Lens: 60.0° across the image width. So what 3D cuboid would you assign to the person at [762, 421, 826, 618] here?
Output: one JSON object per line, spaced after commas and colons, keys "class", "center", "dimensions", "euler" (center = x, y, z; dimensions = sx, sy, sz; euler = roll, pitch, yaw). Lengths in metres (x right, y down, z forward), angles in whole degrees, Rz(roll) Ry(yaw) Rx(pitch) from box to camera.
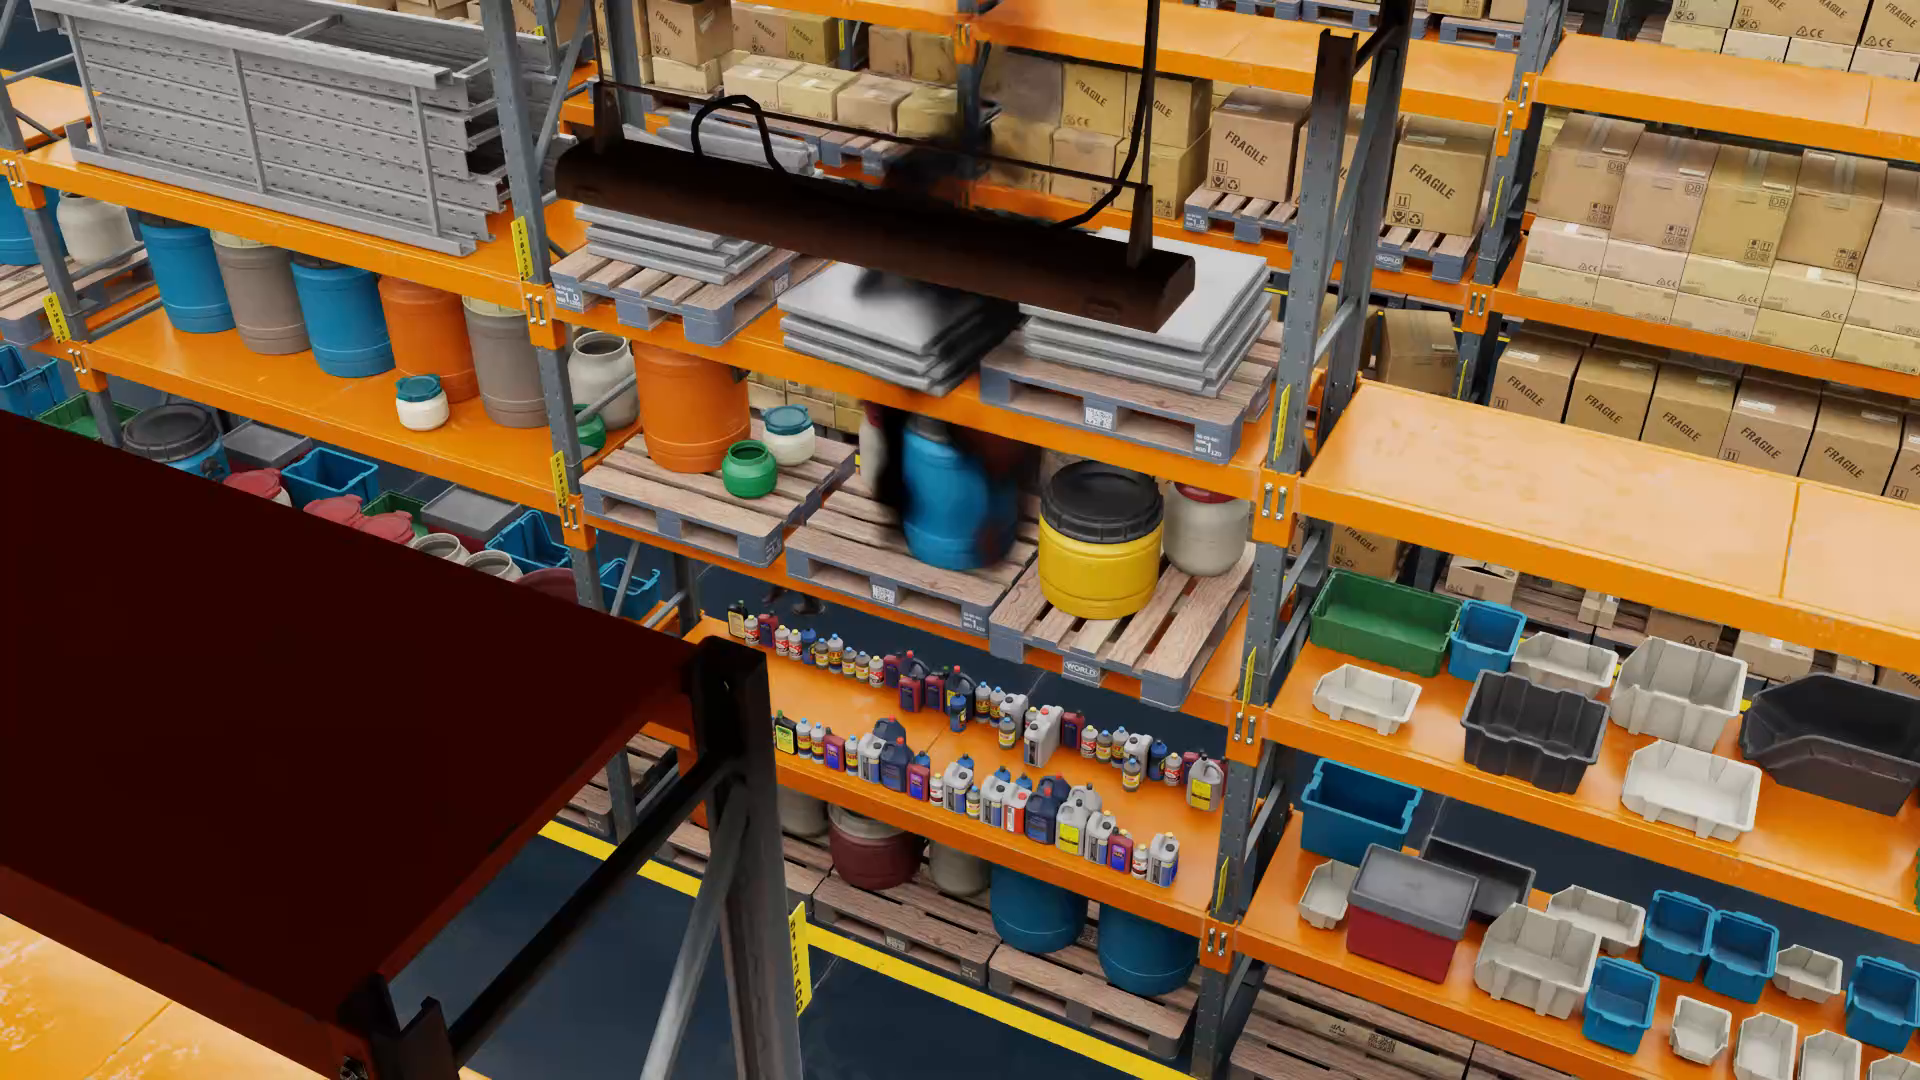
{"class": "person", "center": [-1.319, -0.143, 12.174], "dimensions": [0.719, 1.770, 0.541], "euler": [11, 37, 16]}
